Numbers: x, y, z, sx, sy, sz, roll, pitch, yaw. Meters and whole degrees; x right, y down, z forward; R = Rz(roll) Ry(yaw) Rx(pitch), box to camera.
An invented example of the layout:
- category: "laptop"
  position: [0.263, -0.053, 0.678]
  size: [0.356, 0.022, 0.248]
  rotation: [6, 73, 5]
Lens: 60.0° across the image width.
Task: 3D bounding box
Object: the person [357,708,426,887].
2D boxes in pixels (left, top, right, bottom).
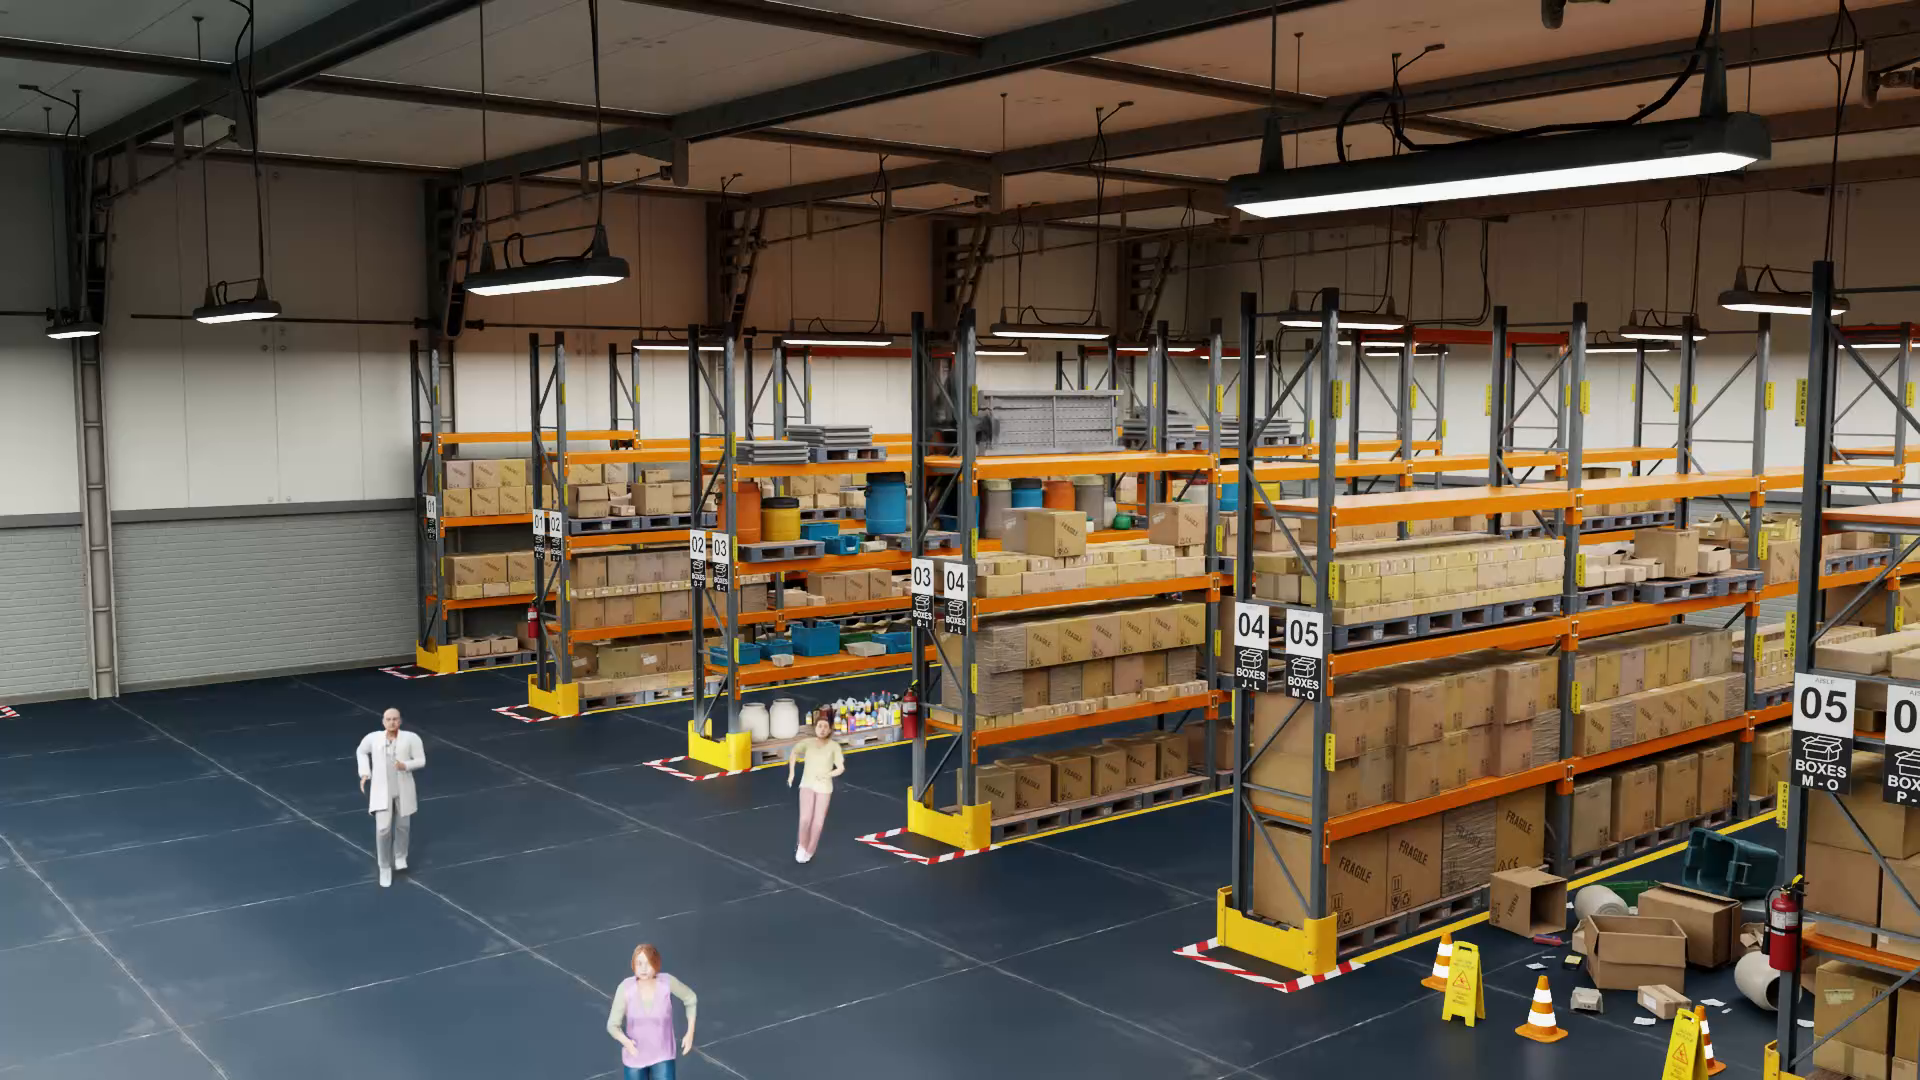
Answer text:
- category: "person"
  position: [-5.943, 2.675, 17.424]
  size: [0.669, 1.846, 0.828]
  rotation: [-2, 6, -22]

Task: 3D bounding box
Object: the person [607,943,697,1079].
- category: "person"
  position: [-1.990, 3.392, 10.738]
  size: [0.558, 1.625, 0.673]
  rotation: [0, 5, -4]

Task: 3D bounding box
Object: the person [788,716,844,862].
- category: "person"
  position: [-1.542, 2.694, 17.881]
  size: [0.601, 1.606, 0.643]
  rotation: [-1, 5, -6]
